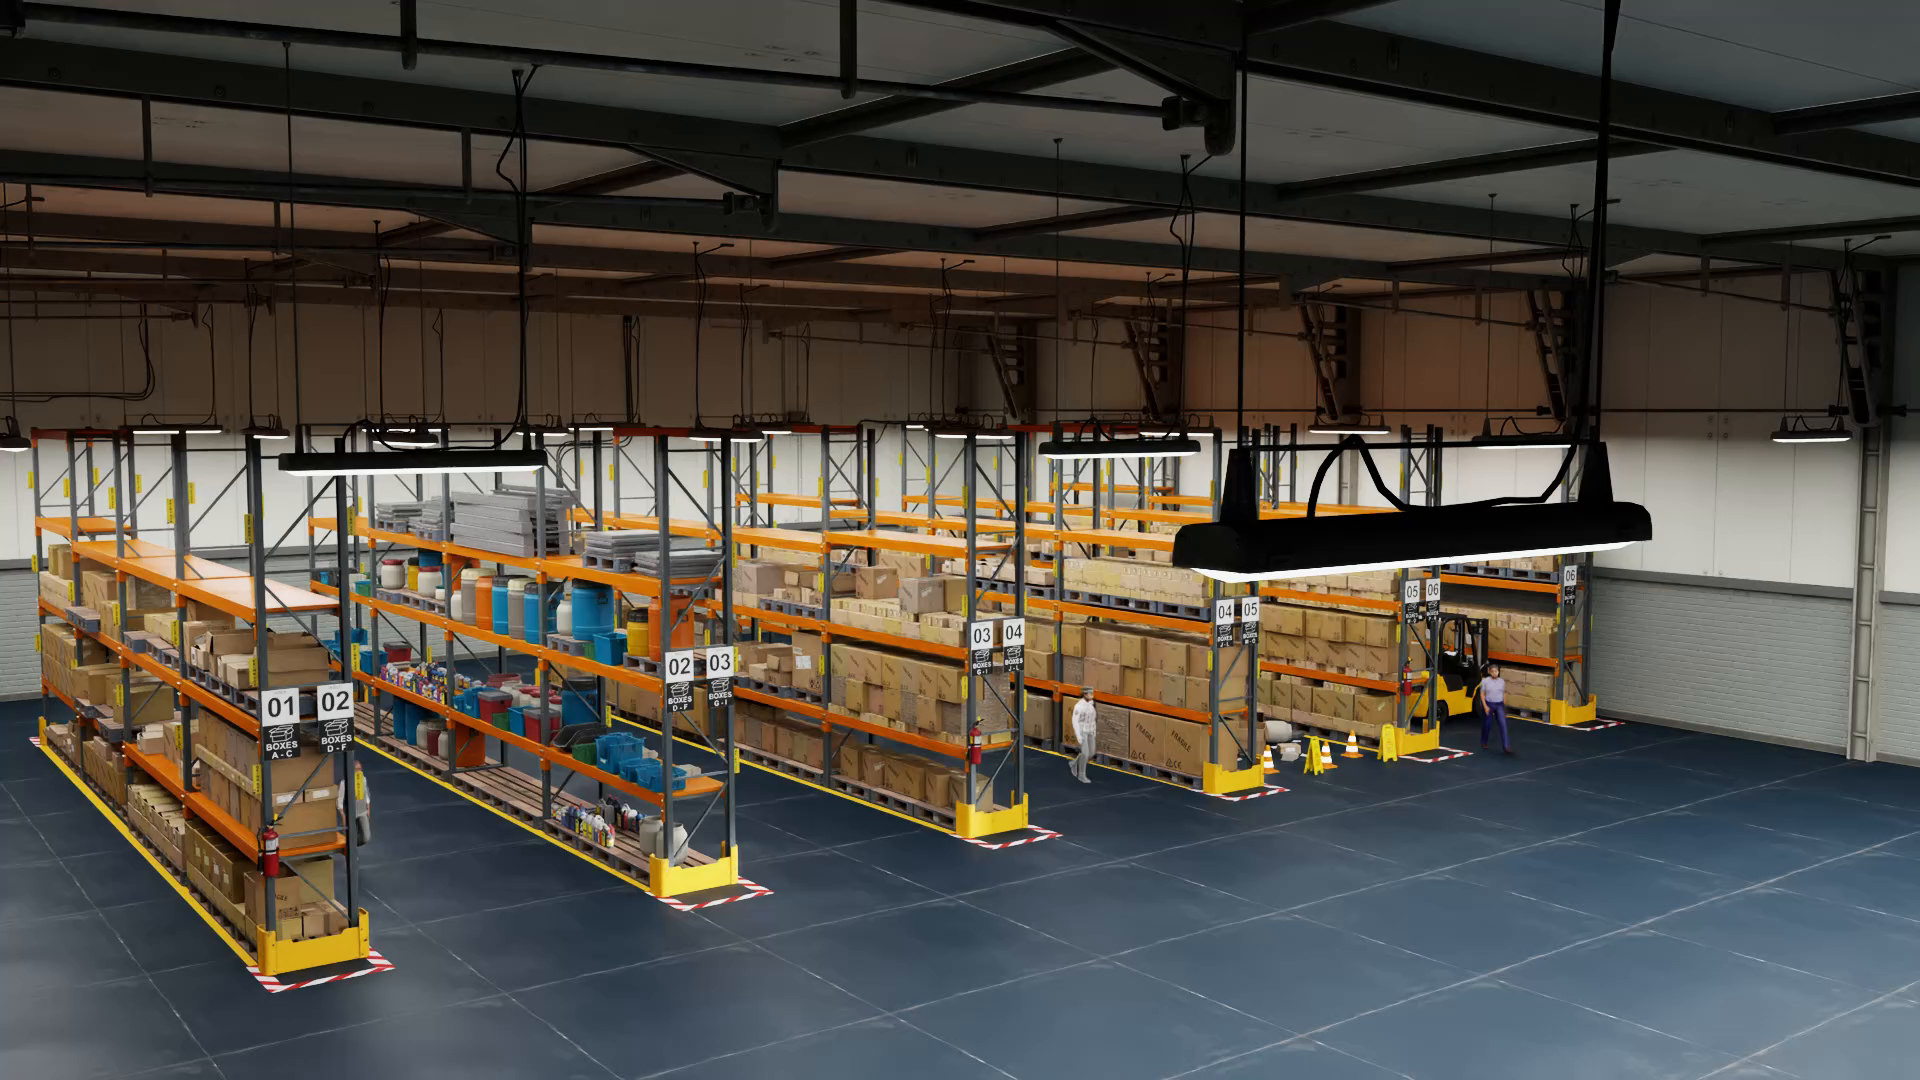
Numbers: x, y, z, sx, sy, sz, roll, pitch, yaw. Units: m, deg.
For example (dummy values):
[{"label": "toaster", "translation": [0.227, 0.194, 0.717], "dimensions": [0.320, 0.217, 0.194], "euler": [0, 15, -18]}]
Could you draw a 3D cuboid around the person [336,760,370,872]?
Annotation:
[{"label": "person", "translation": [-8.321, 3.772, 22.740], "dimensions": [0.482, 1.580, 0.500], "euler": [4, 6, 40]}]

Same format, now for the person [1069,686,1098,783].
[{"label": "person", "translation": [2.070, 3.287, 28.411], "dimensions": [0.548, 1.659, 0.583], "euler": [4, 6, 41]}]

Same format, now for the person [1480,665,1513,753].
[{"label": "person", "translation": [9.902, 3.115, 30.754], "dimensions": [0.556, 1.619, 0.812], "euler": [1, 5, 9]}]
